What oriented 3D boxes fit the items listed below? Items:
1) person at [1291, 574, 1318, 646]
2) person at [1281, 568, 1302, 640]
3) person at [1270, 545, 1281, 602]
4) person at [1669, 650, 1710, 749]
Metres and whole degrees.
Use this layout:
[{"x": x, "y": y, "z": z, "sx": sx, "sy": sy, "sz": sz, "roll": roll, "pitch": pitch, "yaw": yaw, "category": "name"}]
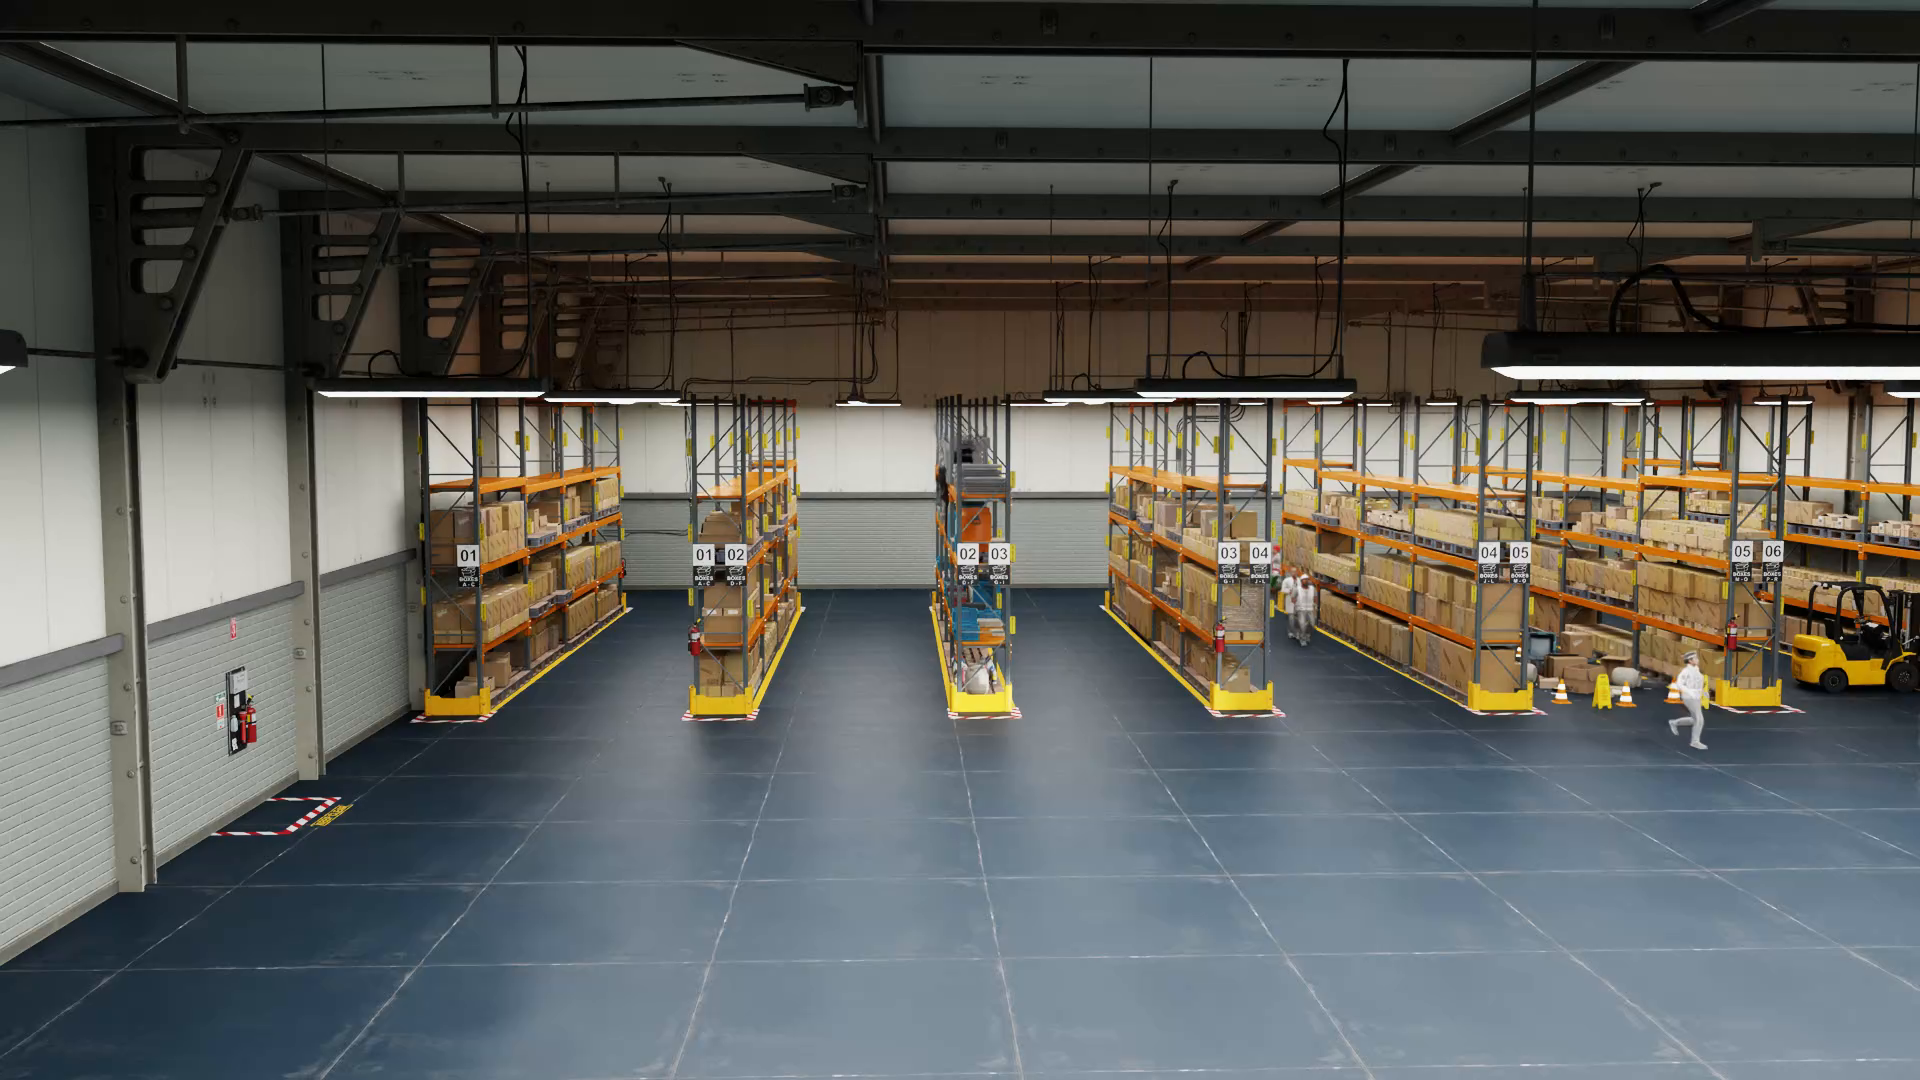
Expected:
[{"x": 8.325, "y": 1.698, "z": 40.086, "sx": 0.675, "sy": 1.735, "sz": 0.608, "roll": 0, "pitch": 4, "yaw": -2, "category": "person"}, {"x": 8.326, "y": 1.593, "z": 41.352, "sx": 0.688, "sy": 1.814, "sz": 0.755, "roll": 0, "pitch": 4, "yaw": -2, "category": "person"}, {"x": 9.239, "y": 0.995, "z": 49.055, "sx": 0.551, "sy": 1.719, "sz": 0.721, "roll": 1, "pitch": 5, "yaw": 9, "category": "person"}, {"x": 12.370, "y": 2.690, "z": 28.200, "sx": 0.643, "sy": 1.668, "sz": 0.618, "roll": 4, "pitch": 6, "yaw": 43, "category": "person"}]
